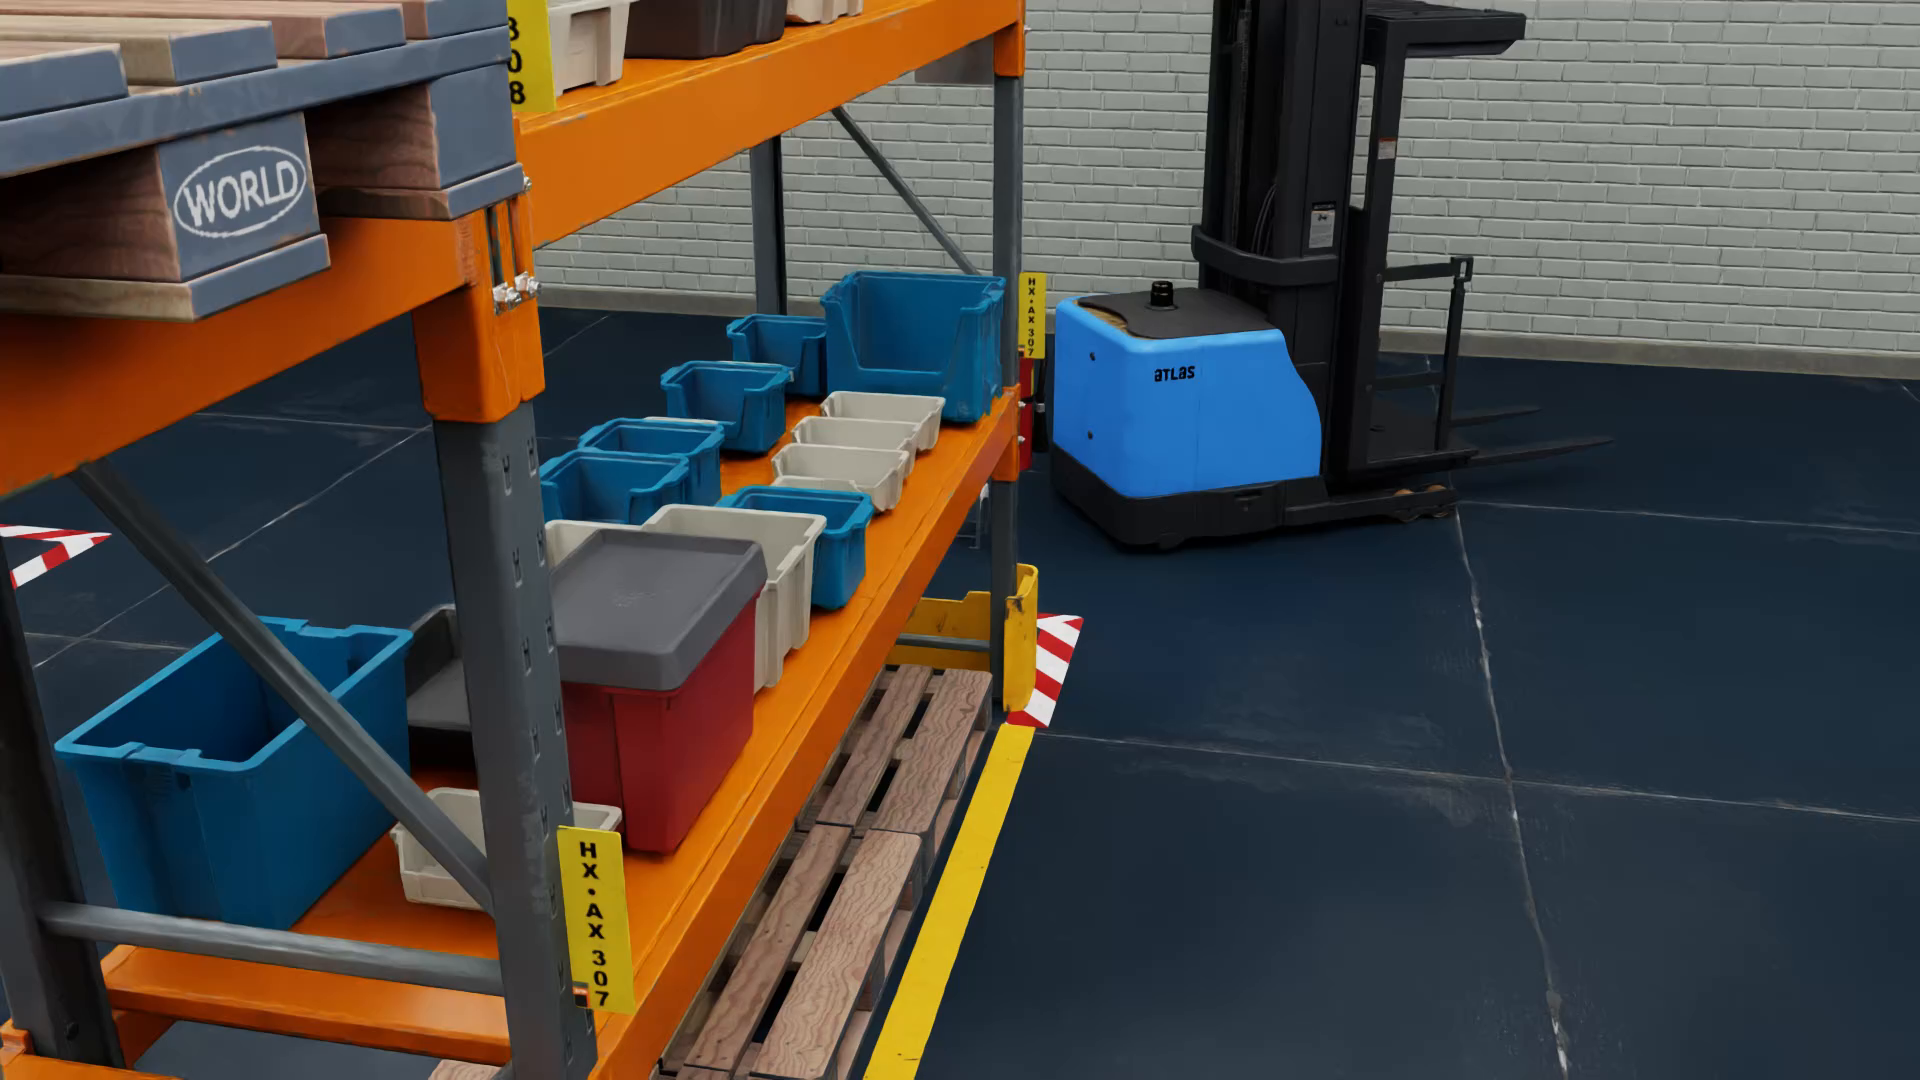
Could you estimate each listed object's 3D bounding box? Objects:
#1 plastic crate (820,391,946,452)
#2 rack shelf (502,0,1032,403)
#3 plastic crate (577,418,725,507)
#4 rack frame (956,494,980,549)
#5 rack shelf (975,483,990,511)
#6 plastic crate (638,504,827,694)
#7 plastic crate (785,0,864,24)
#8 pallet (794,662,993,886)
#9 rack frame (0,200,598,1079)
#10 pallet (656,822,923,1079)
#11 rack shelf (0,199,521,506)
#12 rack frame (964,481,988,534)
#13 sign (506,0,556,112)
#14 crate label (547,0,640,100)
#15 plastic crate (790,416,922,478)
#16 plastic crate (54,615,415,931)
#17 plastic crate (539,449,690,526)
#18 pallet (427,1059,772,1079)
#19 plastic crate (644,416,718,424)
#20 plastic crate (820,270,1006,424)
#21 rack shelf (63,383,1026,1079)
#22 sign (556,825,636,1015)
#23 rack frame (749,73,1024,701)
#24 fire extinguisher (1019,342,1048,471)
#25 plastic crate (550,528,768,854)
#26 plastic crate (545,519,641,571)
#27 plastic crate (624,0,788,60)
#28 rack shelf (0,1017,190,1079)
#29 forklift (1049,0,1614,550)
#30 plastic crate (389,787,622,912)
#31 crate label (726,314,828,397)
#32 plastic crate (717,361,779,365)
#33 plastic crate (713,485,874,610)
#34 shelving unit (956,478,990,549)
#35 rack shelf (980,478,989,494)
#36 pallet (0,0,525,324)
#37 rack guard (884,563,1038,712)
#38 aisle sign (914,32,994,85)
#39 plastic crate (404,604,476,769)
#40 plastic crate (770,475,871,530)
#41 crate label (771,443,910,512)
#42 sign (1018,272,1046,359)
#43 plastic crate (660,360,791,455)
[{"bbox_3d":[-0.262,-0.390,5.580,0.396,0.136,0.243,4,22,11],"label":"plastic crate"},{"bbox_3d":[-0.681,-1.123,4.074,1.077,0.370,4.000,4,22,11],"label":"rack shelf"},{"bbox_3d":[-0.915,-0.200,4.979,0.416,0.233,0.300,4,22,11],"label":"plastic crate"},{"bbox_3d":[-0.019,-0.383,8.101,0.240,0.900,0.006,4,22,11],"label":"rack frame"},{"bbox_3d":[0.002,-0.223,8.273,0.258,0.077,0.200,4,22,11],"label":"rack shelf"},{"bbox_3d":[-0.598,0.149,4.047,0.437,0.282,0.530,4,22,11],"label":"plastic crate"},{"bbox_3d":[-0.452,-1.291,3.882,0.437,0.136,0.530,4,22,11],"label":"plastic crate"},{"bbox_3d":[-0.480,0.796,6.096,1.003,0.211,1.213,4,22,11],"label":"pallet"},{"bbox_3d":[-1.086,0.667,2.683,0.949,2.616,0.053,4,22,11],"label":"rack frame"},{"bbox_3d":[-0.731,1.240,4.991,1.003,0.211,1.213,4,22,11],"label":"pallet"},{"bbox_3d":[-1.498,0.340,0.442,1.077,0.370,4.000,4,22,11],"label":"rack shelf"},{"bbox_3d":[0.022,-0.458,8.285,0.240,0.900,0.006,4,22,11],"label":"rack frame"},{"bbox_3d":[-0.551,-0.687,2.016,0.100,0.325,0.005,4,22,11],"label":"sign"},{"bbox_3d":[-0.707,-0.760,2.563,0.293,0.136,0.466,4,22,11],"label":"crate label"},{"bbox_3d":[-0.336,-0.285,5.319,0.396,0.136,0.243,4,22,11],"label":"plastic crate"},{"bbox_3d":[-1.328,0.449,3.164,0.392,0.384,0.575,4,22,11],"label":"plastic crate"},{"bbox_3d":[-0.976,-0.090,4.706,0.416,0.233,0.300,4,22,11],"label":"plastic crate"},{"bbox_3d":[-0.977,1.688,3.880,1.003,0.211,1.213,4,22,11],"label":"pallet"},{"bbox_3d":[-0.931,-0.278,5.301,0.250,0.136,0.298,4,22,11],"label":"plastic crate"},{"bbox_3d":[-0.159,-0.704,5.959,0.616,0.435,0.499,4,22,11],"label":"plastic crate"},{"bbox_3d":[-0.681,0.269,4.635,1.077,0.370,4.000,4,22,11],"label":"rack shelf"},{"bbox_3d":[-0.551,0.581,2.527,0.100,0.325,0.005,4,22,11],"label":"sign"},{"bbox_3d":[-0.273,-0.797,6.316,1.000,3.000,0.127,4,22,11],"label":"rack frame"},{"bbox_3d":[0.202,-0.608,6.451,0.296,0.674,0.183,4,22,11],"label":"fire extinguisher"},{"bbox_3d":[-0.662,0.301,3.424,0.402,0.464,0.583,4,22,11],"label":"plastic crate"},{"bbox_3d":[-1.028,0.101,4.360,0.293,0.136,0.466,4,22,11],"label":"plastic crate"},{"bbox_3d":[-0.568,-1.098,3.224,0.497,0.269,0.590,4,22,11],"label":"plastic crate"},{"bbox_3d":[-1.498,1.731,1.002,1.077,0.370,4.000,4,22,11],"label":"rack shelf"},{"bbox_3d":[2.054,-1.631,8.480,3.031,2.935,1.130,-8,23,-18],"label":"forklift"},{"bbox_3d":[-0.855,0.601,3.118,0.396,0.136,0.243,4,22,11],"label":"plastic crate"},{"bbox_3d":[-0.646,-0.682,6.175,0.416,0.233,0.303,4,22,11],"label":"crate label"},{"bbox_3d":[-0.792,-0.526,5.917,0.250,0.136,0.298,4,22,11],"label":"plastic crate"},{"bbox_3d":[-0.441,0.024,4.423,0.416,0.233,0.300,4,22,11],"label":"plastic crate"},{"bbox_3d":[0.002,-0.420,8.193,0.258,0.900,0.210,4,22,11],"label":"shelving unit"},{"bbox_3d":[0.002,-0.306,8.239,0.258,0.077,0.200,4,22,11],"label":"rack shelf"},{"bbox_3d":[-1.154,-0.343,1.429,1.213,0.211,1.003,4,22,11],"label":"pallet"},{"bbox_3d":[-0.281,0.353,6.808,1.175,0.500,0.348,4,22,11],"label":"rack guard"},{"bbox_3d":[0.028,-2.006,5.841,0.394,0.787,0.004,4,22,11],"label":"aisle sign"},{"bbox_3d":[-1.124,0.336,3.791,0.437,0.125,0.590,4,22,11],"label":"plastic crate"},{"bbox_3d":[-0.411,-0.072,4.789,0.298,0.136,0.250,4,22,11],"label":"plastic crate"},{"bbox_3d":[-0.369,-0.181,5.062,0.396,0.136,0.243,4,22,11],"label":"crate label"},{"bbox_3d":[0.269,-0.836,6.196,0.100,0.325,0.005,4,22,11],"label":"sign"},{"bbox_3d":[-0.780,-0.441,5.577,0.416,0.233,0.300,4,22,11],"label":"plastic crate"}]
